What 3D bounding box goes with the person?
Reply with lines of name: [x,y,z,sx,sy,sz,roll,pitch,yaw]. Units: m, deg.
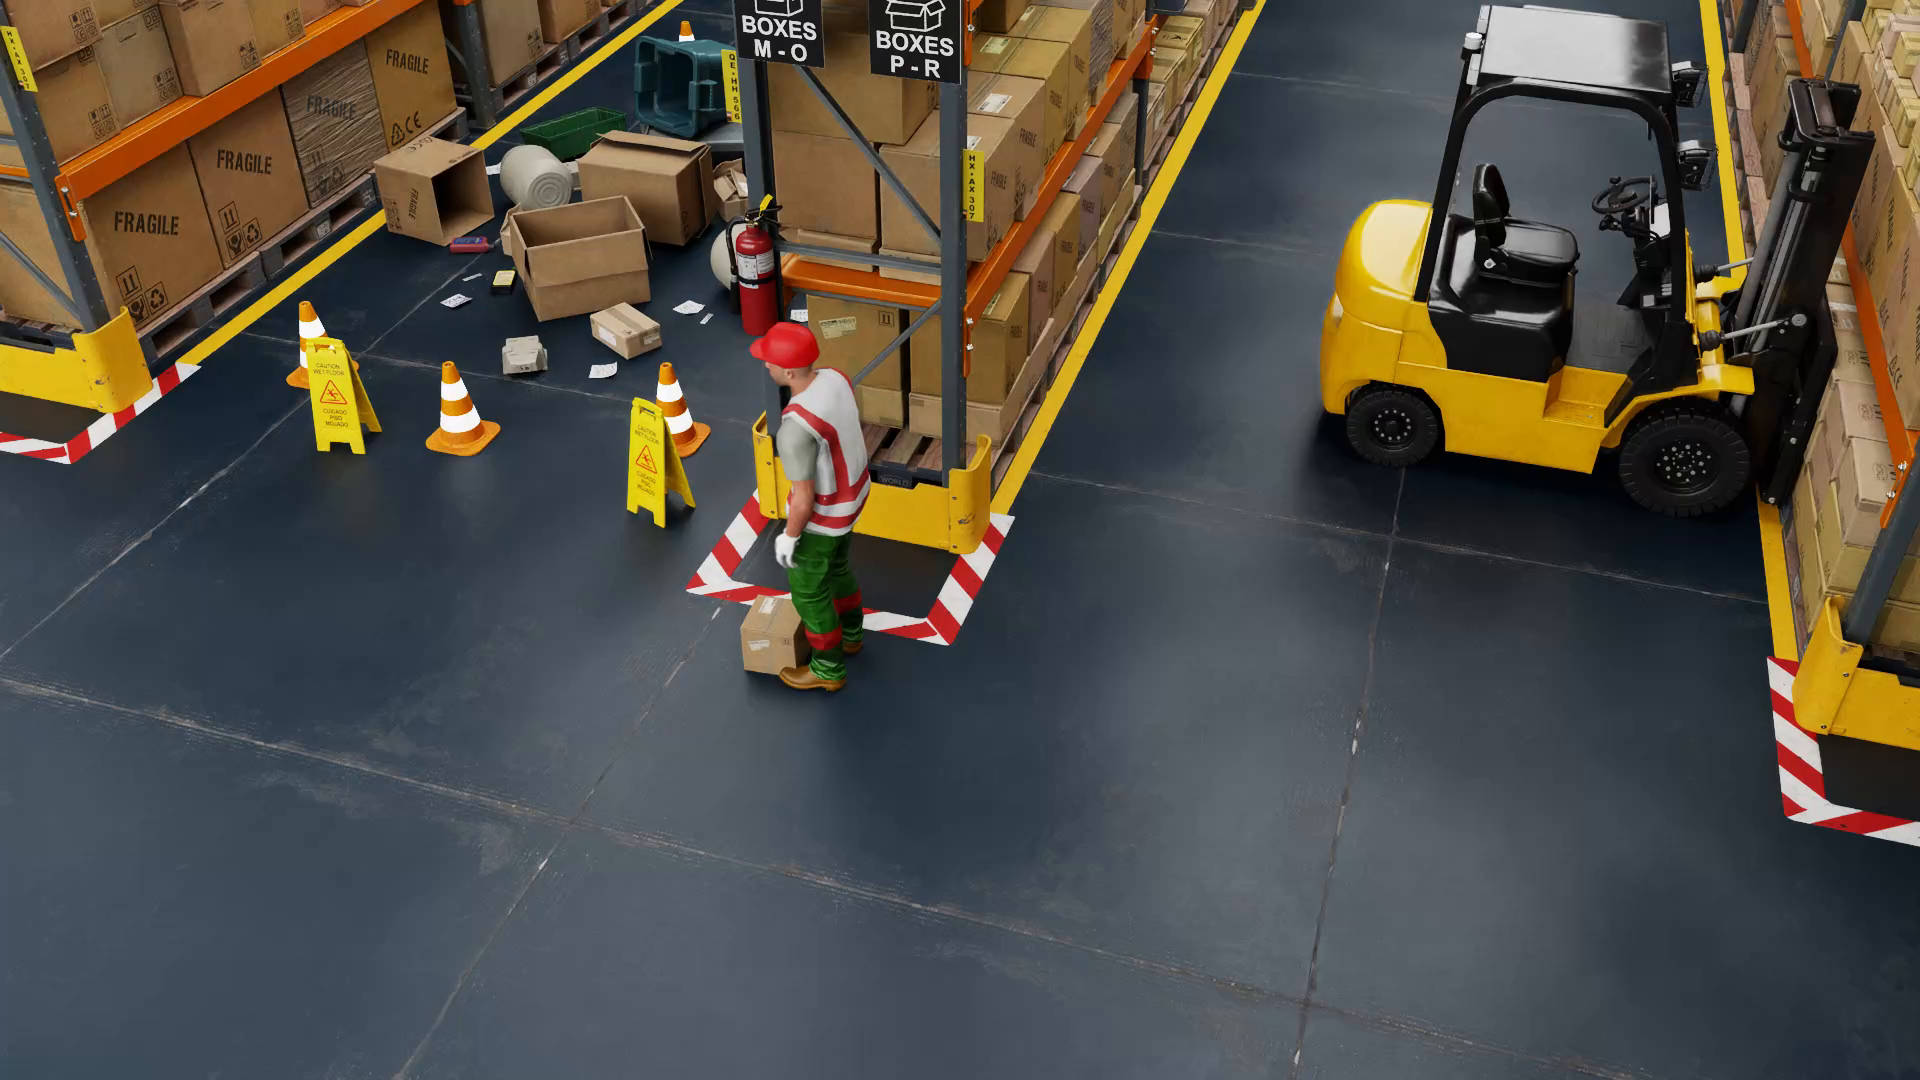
person: [-0.612,-0.136,7.062,0.449,1.779,0.609,11,38,14]
